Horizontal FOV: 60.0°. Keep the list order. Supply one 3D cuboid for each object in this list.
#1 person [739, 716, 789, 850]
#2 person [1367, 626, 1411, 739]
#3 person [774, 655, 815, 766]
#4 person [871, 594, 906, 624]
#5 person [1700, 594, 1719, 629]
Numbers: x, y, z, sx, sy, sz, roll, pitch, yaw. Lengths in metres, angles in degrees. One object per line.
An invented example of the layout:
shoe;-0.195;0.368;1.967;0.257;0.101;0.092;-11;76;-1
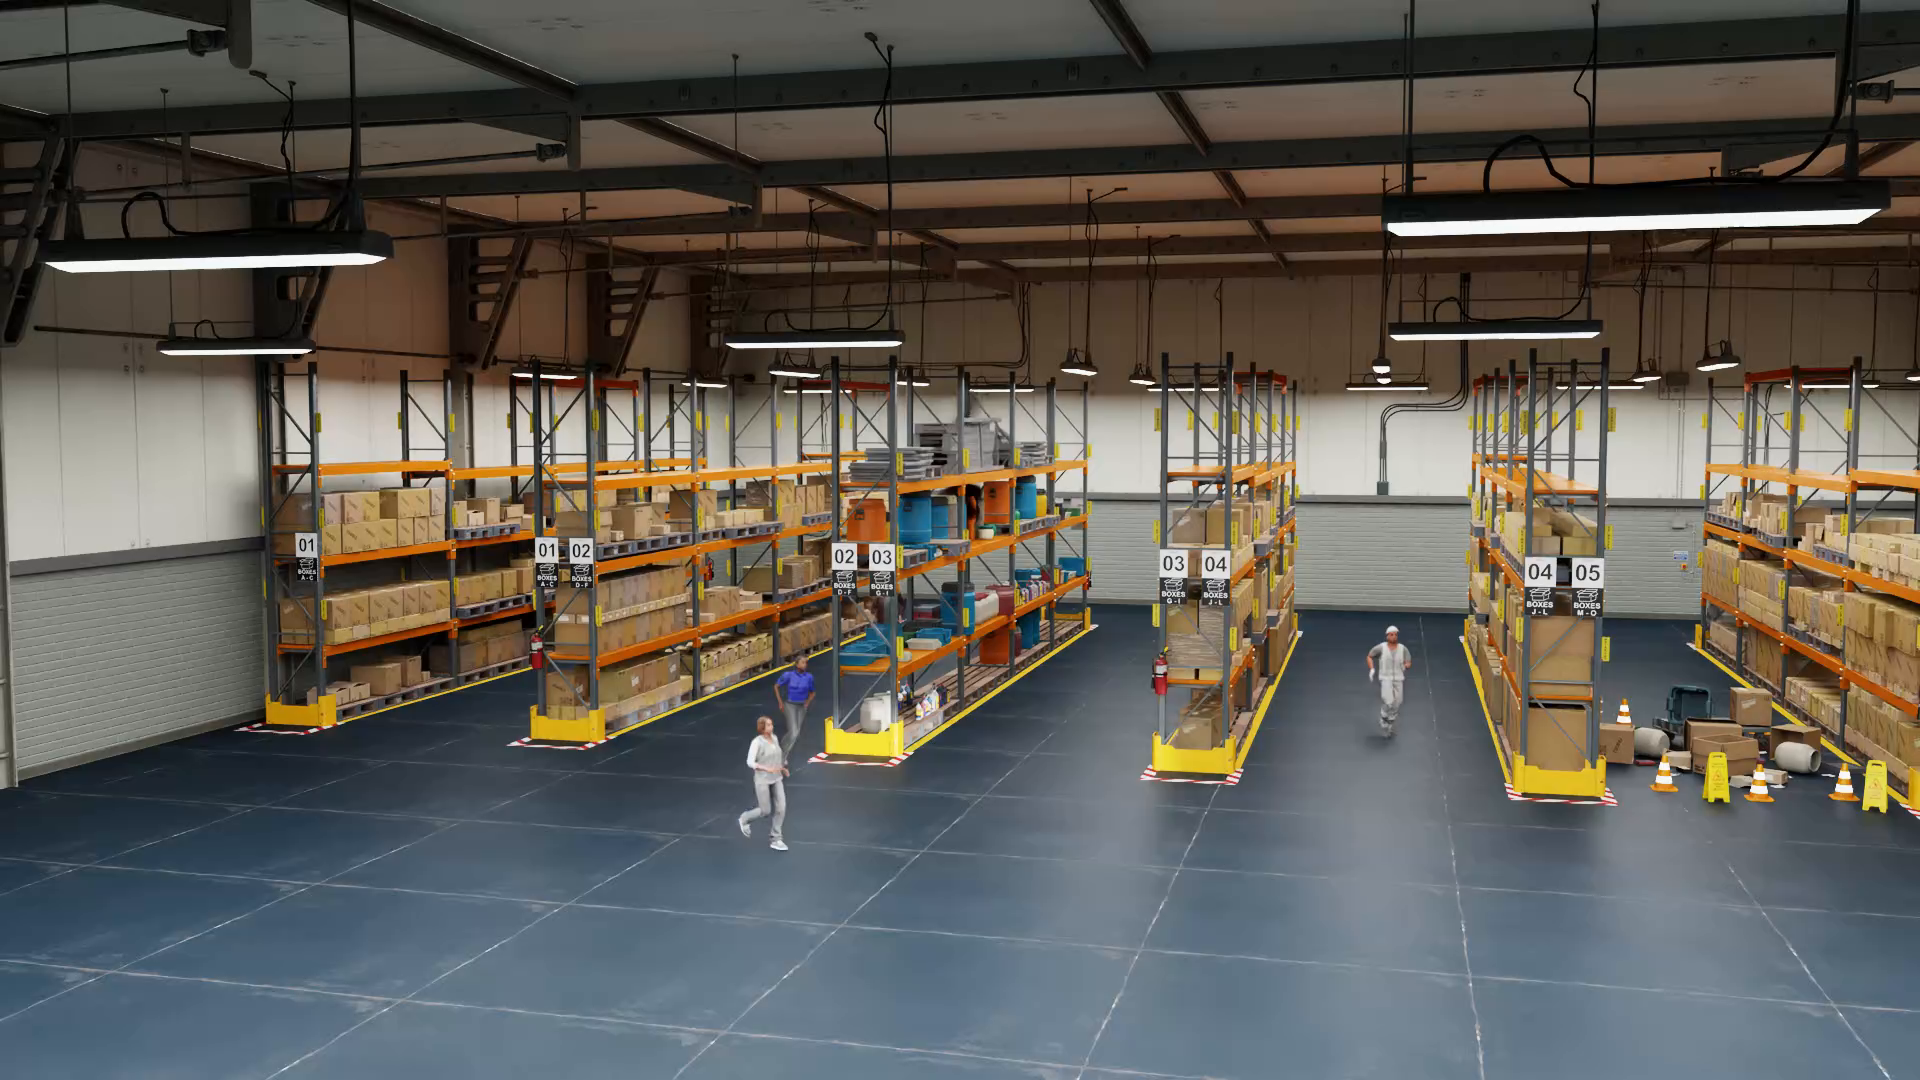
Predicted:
person;-2.289;2.843;19.595;0.719;1.558;0.548;3;5;39
person;6.831;2.255;26.337;0.641;1.785;0.701;0;4;-4
person;-2.394;2.495;24.228;0.624;1.625;0.569;-2;5;-32
person;-1.467;1.722;33.957;0.690;1.771;1.042;1;4;9
person;17.291;1.510;38.116;0.626;1.699;0.658;3;5;35
